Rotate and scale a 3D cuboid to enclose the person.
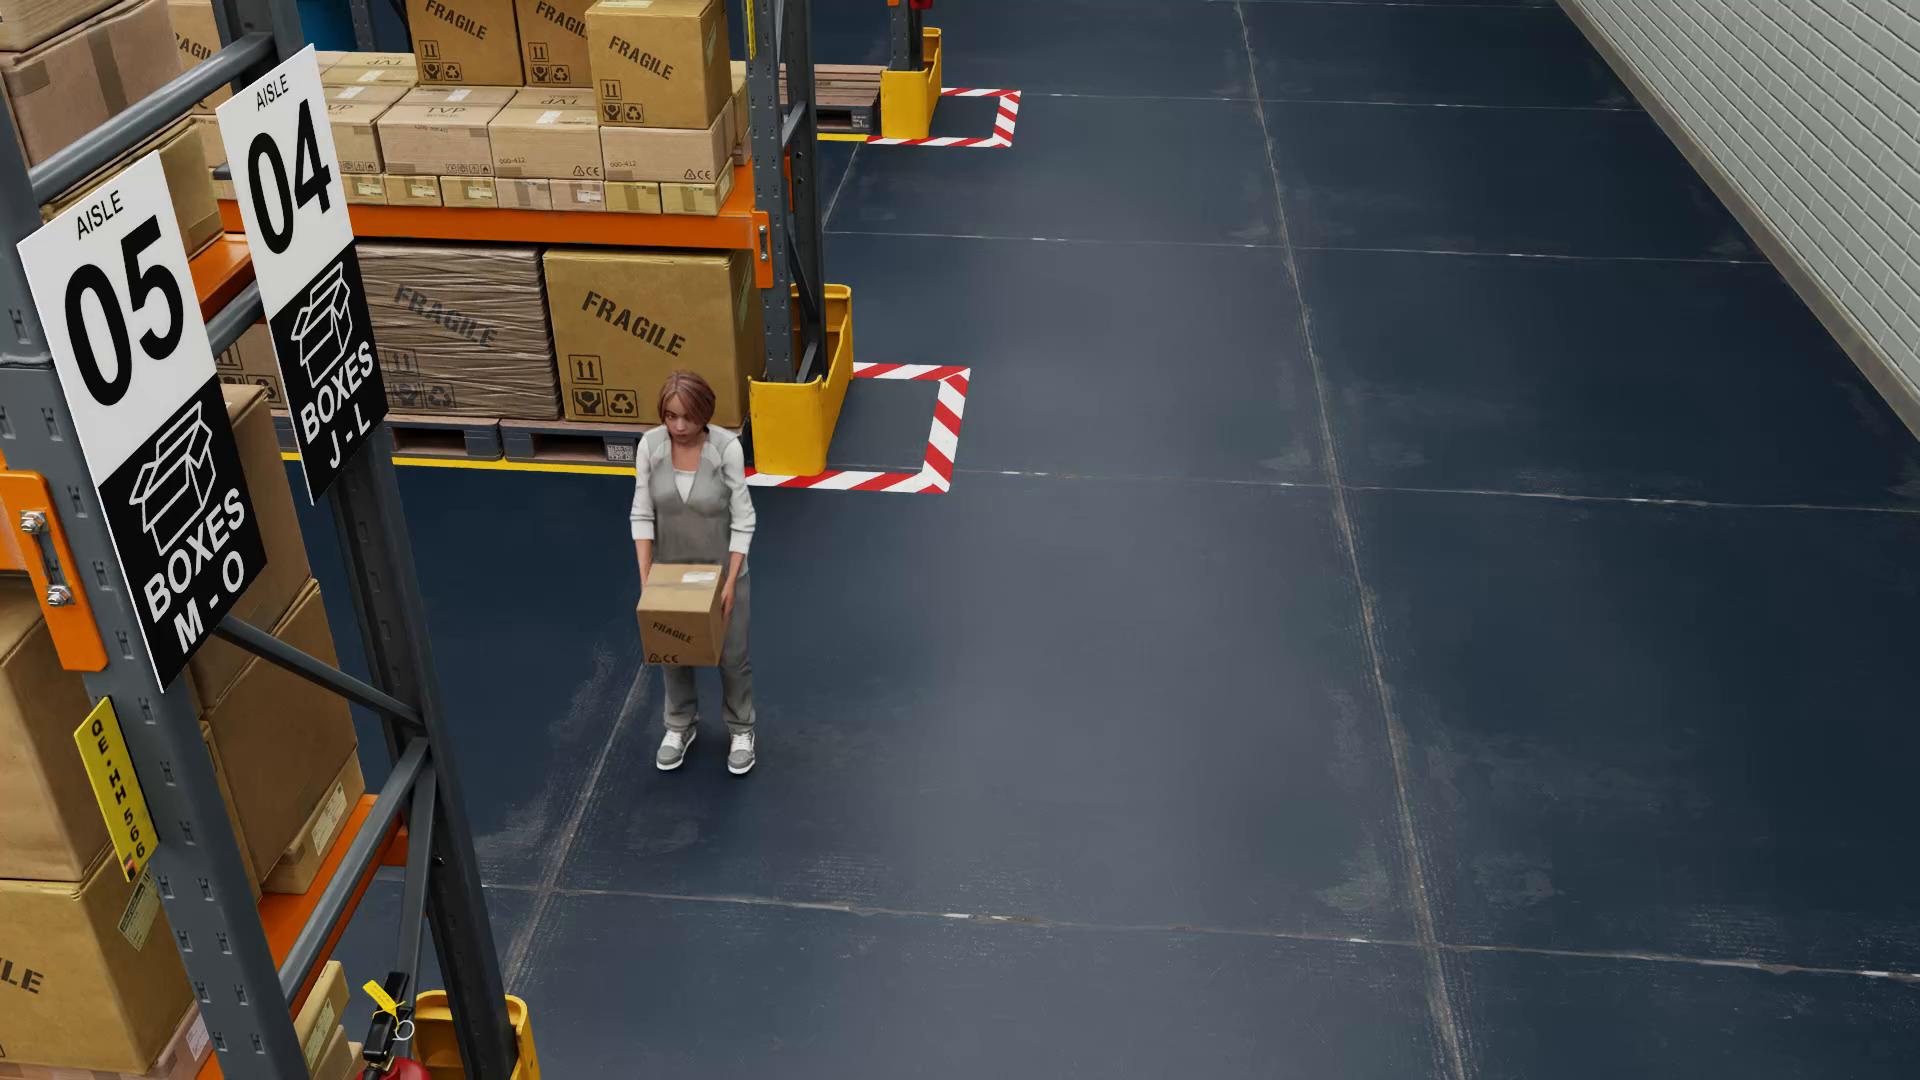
[{"bbox_3d":[-0.934,0.142,5.914,0.444,1.603,0.411,2,32,3],"label":"person"}]
